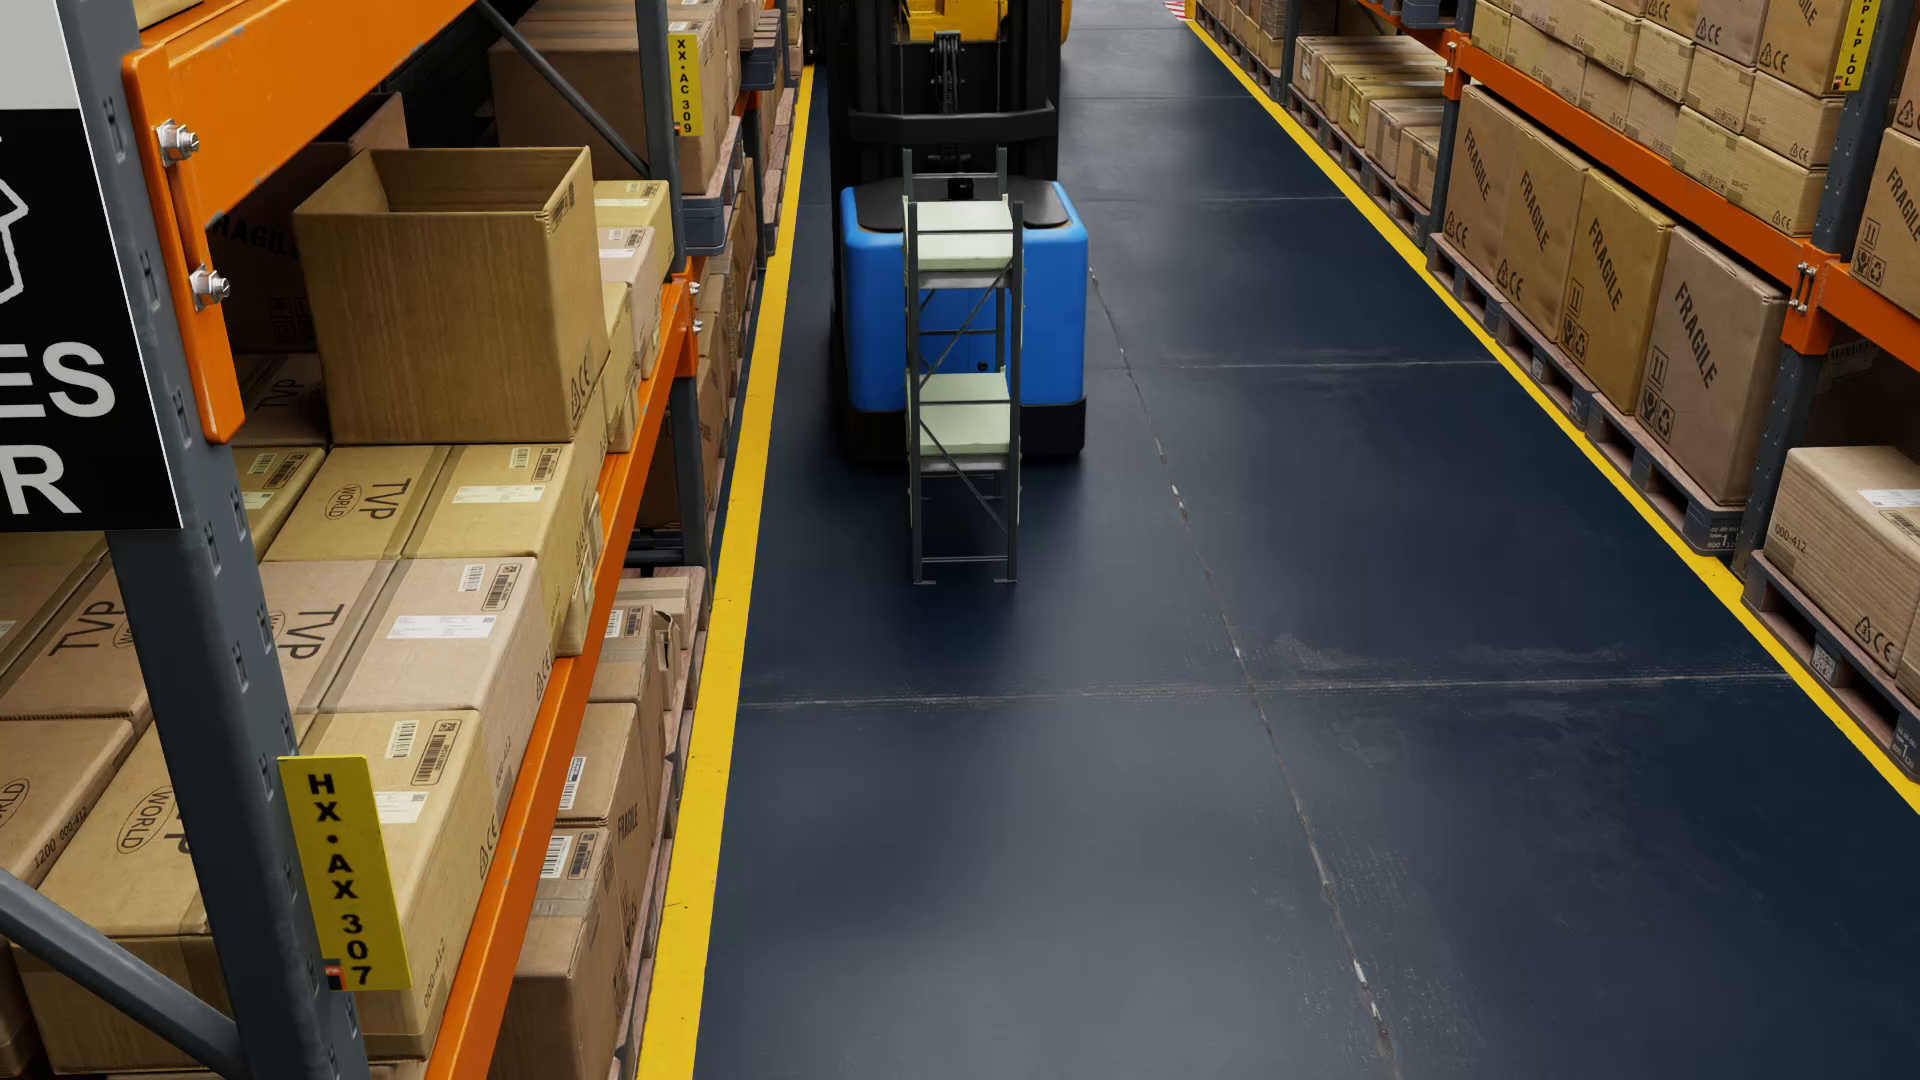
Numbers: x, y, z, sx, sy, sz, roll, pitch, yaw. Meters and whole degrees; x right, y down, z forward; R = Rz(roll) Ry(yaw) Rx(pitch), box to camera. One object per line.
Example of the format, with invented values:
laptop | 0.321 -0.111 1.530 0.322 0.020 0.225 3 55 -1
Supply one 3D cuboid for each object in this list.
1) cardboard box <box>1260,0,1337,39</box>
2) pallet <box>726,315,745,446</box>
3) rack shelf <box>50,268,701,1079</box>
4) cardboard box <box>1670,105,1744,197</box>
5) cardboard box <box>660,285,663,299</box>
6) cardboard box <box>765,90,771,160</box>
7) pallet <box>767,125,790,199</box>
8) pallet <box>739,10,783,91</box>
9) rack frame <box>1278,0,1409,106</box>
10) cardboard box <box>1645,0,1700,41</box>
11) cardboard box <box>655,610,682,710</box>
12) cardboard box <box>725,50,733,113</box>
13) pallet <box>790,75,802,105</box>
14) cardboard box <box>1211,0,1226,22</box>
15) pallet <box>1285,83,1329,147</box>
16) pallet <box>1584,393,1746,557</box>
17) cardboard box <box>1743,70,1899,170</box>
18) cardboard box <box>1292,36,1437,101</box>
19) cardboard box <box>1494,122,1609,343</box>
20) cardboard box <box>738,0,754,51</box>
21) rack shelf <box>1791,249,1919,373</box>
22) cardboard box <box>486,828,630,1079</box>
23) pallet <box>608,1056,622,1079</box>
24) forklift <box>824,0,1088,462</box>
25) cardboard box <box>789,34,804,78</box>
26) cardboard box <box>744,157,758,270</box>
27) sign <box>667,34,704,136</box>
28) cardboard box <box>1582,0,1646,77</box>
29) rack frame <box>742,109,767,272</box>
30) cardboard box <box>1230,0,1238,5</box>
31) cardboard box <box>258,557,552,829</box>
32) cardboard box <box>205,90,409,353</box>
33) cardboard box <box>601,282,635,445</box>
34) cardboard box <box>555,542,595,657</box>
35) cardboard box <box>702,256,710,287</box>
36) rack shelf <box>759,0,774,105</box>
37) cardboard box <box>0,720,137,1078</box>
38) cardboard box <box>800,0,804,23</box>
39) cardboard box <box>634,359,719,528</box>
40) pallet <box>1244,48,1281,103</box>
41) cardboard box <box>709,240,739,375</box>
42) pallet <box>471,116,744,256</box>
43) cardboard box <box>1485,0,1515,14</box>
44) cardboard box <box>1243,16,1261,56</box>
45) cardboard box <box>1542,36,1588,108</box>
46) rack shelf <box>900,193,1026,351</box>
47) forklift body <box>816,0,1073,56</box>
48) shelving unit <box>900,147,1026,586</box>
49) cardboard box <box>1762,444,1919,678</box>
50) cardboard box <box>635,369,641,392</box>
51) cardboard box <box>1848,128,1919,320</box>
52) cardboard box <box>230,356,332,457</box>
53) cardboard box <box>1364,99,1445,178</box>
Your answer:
cardboard box | 2.805 -4.457 13.760 0.500 0.500 0.500 -2 28 -3
pallet | -1.582 -0.778 8.013 1.003 0.211 1.213 -1 28 -3
rack shelf | -1.331 0.168 3.962 1.077 0.370 4.000 -1 28 -3
cardboard box | 3.221 -1.566 6.671 0.500 0.250 0.500 -2 28 -3
cardboard box | -1.167 -0.822 5.354 0.380 0.149 0.250 -1 28 -2
cardboard box | -1.741 -2.956 11.288 0.875 0.625 0.625 -2 28 -5
pallet | -1.709 -2.629 11.562 1.003 0.211 1.213 -1 28 -3
pallet | -1.539 -2.525 8.556 1.213 0.211 1.003 -1 28 -3
rack frame | 3.103 -4.891 12.883 1.000 3.000 0.127 -1 28 -3
cardboard box | 3.206 -2.357 6.837 0.500 0.500 0.500 -1 28 -1
cardboard box | -1.094 0.367 5.306 0.396 0.266 0.258 0 28 -1
cardboard box | -1.125 -1.852 6.749 0.396 0.266 0.258 0 28 0
pallet | -1.853 -3.901 14.001 1.003 0.211 1.213 -1 28 -3
cardboard box | 2.680 -5.090 15.784 0.500 0.250 0.500 0 28 -1
pallet | 3.146 -3.295 12.839 1.003 0.211 1.213 -1 28 -3
pallet | 3.406 -0.314 7.124 1.003 0.211 1.213 -1 28 -3
cardboard box | 3.255 -1.549 6.098 0.500 0.250 0.500 -1 28 -3
cardboard box | 3.133 -3.670 12.930 0.950 0.372 0.625 -1 28 -2
cardboard box | 3.308 -1.555 8.330 0.875 0.875 0.875 -1 28 -2
cardboard box | -1.266 -2.562 8.127 0.500 0.250 0.500 -3 28 -5
rack shelf | 3.626 0.046 4.195 1.077 0.370 4.000 -1 28 -3
cardboard box | -1.170 1.014 3.811 0.700 0.500 0.500 0 28 -1
pallet | -1.273 1.606 3.443 1.003 0.211 1.213 -1 28 -3
forklift | -0.101 -2.290 7.971 1.130 2.935 3.031 -2 28 -5
cardboard box | -1.548 -3.968 13.633 0.500 0.250 0.500 -1 28 -2
cardboard box | -1.408 -1.810 9.225 0.500 0.500 0.500 -1 28 -1
sign | -0.894 -1.475 5.398 0.100 0.325 0.005 -1 28 -3
cardboard box | 3.145 -2.255 7.451 0.500 0.250 0.500 -1 28 -2
rack frame | -1.644 -2.922 9.108 1.000 3.000 0.127 -1 28 -3
cardboard box | 2.712 -5.174 15.135 0.500 0.500 0.500 -1 28 -2
cardboard box | -1.008 0.258 2.851 0.500 0.250 0.500 -1 28 -2
cardboard box | -1.623 -0.778 4.028 0.500 0.500 0.500 -2 28 -4
cardboard box | -1.112 -0.449 4.208 0.500 0.250 0.500 -2 28 -3
cardboard box | -0.987 0.129 3.530 0.380 0.149 0.250 -2 28 -4
cardboard box | -1.319 -1.214 7.381 0.380 0.149 0.250 0 28 -1
rack shelf | -1.749 -3.526 11.046 1.077 0.370 4.000 -1 28 -3
cardboard box | -1.516 0.501 2.386 0.500 0.250 0.500 -1 28 -1
cardboard box | -1.613 -4.654 14.407 0.500 0.250 0.500 -2 28 -3
cardboard box | -1.236 -0.381 6.486 0.500 0.500 0.500 0 28 0
pallet | 3.033 -3.964 14.121 1.003 0.211 1.213 -1 28 -3
cardboard box | -1.316 -1.097 7.859 0.500 0.500 0.500 -2 28 -4
pallet | -1.368 -1.361 6.324 1.003 0.211 1.213 -1 28 -3
cardboard box | 3.092 -2.959 8.801 0.500 0.250 0.500 -2 28 -3
cardboard box | 2.766 -4.370 14.404 0.500 0.250 0.500 -2 28 -4
cardboard box | 3.153 -2.266 8.013 0.500 0.250 0.500 0 28 -1
rack shelf | 0.000 -1.014 6.229 0.431 0.370 0.720 -1 28 -3
forklift body | -0.141 -5.408 14.794 2.313 2.155 1.214 -1 28 -3
shelving unit | 0.000 -0.668 6.409 0.431 1.500 0.755 -1 28 -3
cardboard box | 3.447 0.046 5.734 0.875 0.438 0.875 -2 28 -3
cardboard box | -1.107 -0.461 4.662 0.380 0.149 0.250 -1 28 -1
cardboard box | 3.284 -1.017 5.349 0.500 0.500 0.500 -1 28 -1
cardboard box | -1.590 -0.207 3.744 0.500 0.250 0.500 -1 28 -3
cardboard box | 3.246 -2.666 11.006 0.950 0.372 0.625 -2 28 -4
